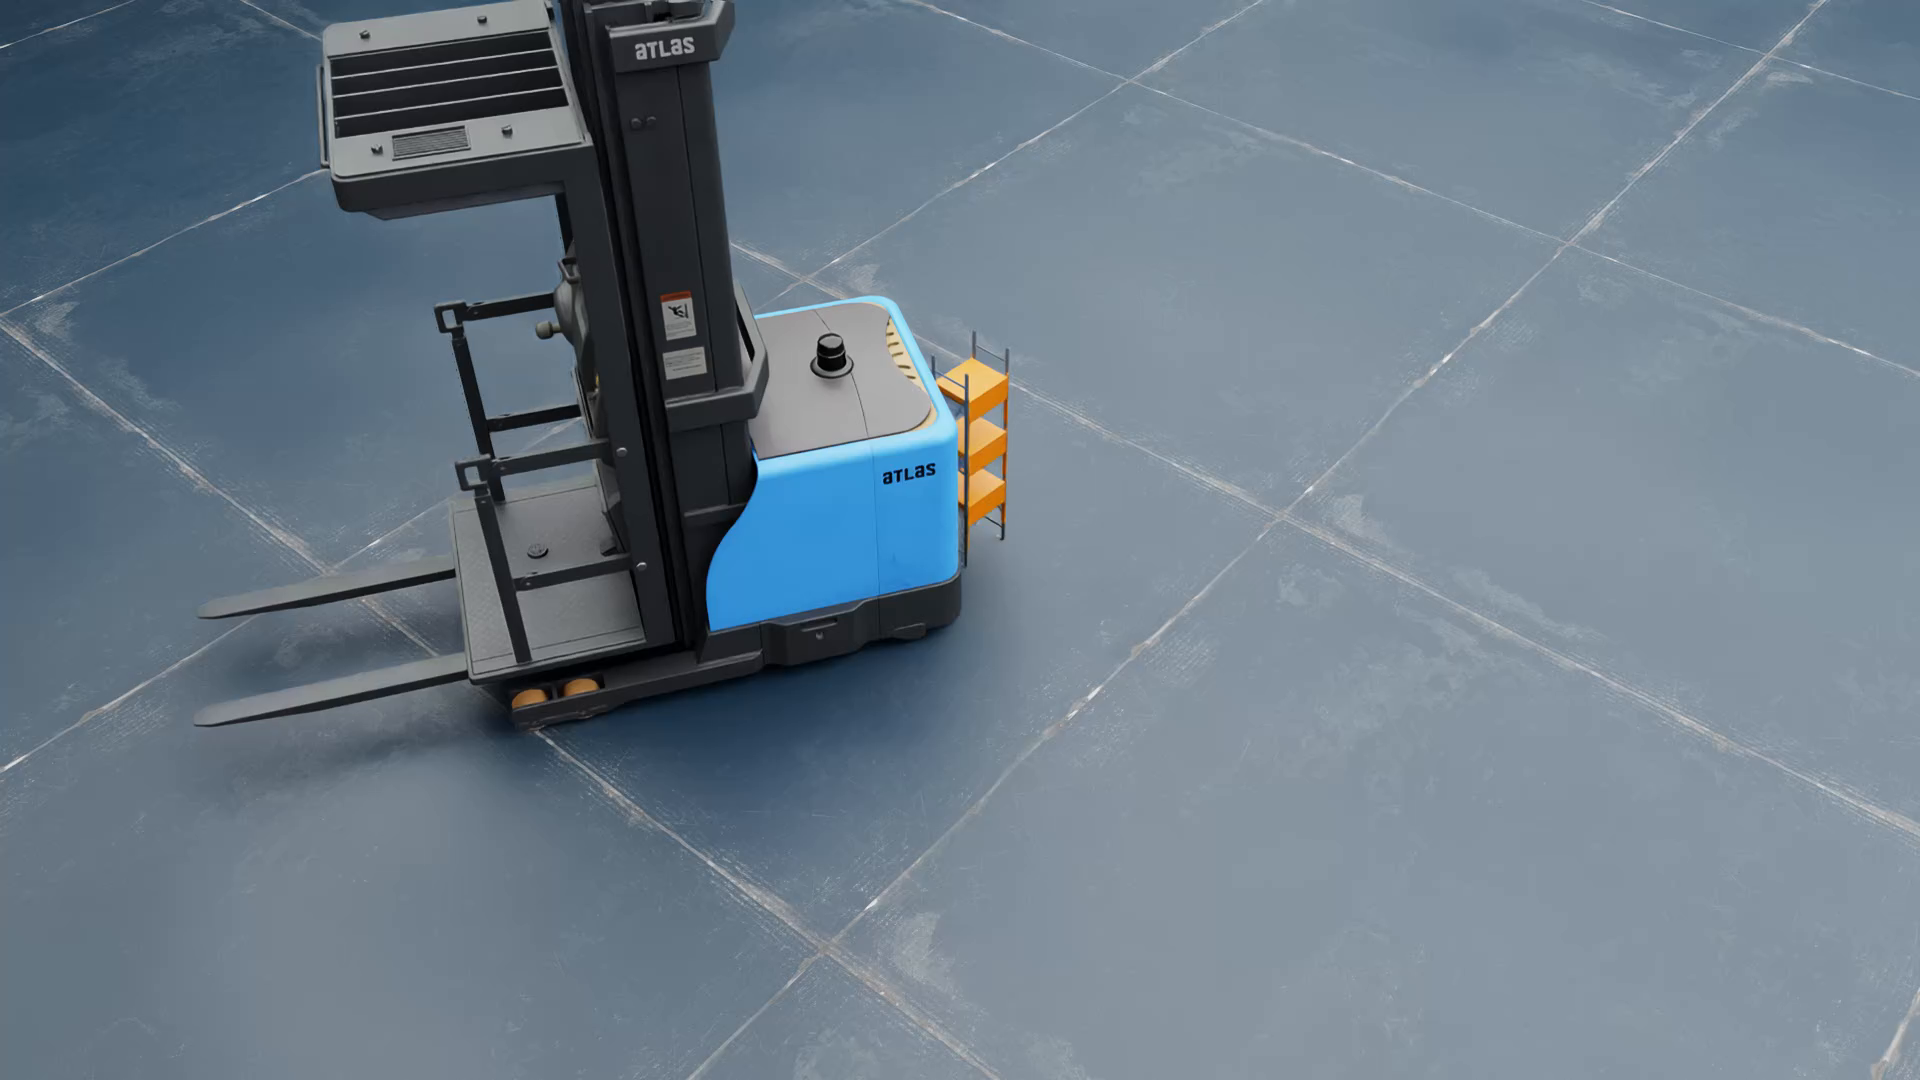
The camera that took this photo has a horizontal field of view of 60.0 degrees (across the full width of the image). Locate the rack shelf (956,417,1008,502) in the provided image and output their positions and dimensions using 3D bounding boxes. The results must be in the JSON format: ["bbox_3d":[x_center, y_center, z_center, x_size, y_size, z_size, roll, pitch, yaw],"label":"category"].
[{"bbox_3d":[0.043,-0.364,7.068,0.215,0.259,0.240,32,51,30],"label":"rack shelf"}]

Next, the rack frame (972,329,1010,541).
[{"bbox_3d":[0.126,-0.432,7.126,0.200,1.050,0.008,32,51,30],"label":"rack frame"}]

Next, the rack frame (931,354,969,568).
[{"bbox_3d":[-0.041,-0.311,6.994,0.200,1.050,0.008,32,51,30],"label":"rack frame"}]

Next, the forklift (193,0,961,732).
[{"bbox_3d":[-1.570,-0.730,6.057,3.031,2.935,1.130,-12,44,-13],"label":"forklift"}]

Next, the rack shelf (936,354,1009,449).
[{"bbox_3d":[0.043,-0.574,6.877,0.215,0.259,0.240,32,51,30],"label":"rack shelf"}]

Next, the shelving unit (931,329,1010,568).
[{"bbox_3d":[0.043,-0.371,7.060,0.215,1.050,0.252,32,51,30],"label":"shelving unit"}]

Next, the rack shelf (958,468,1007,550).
[{"bbox_3d":[0.043,-0.158,7.255,0.215,0.259,0.240,32,51,30],"label":"rack shelf"}]
